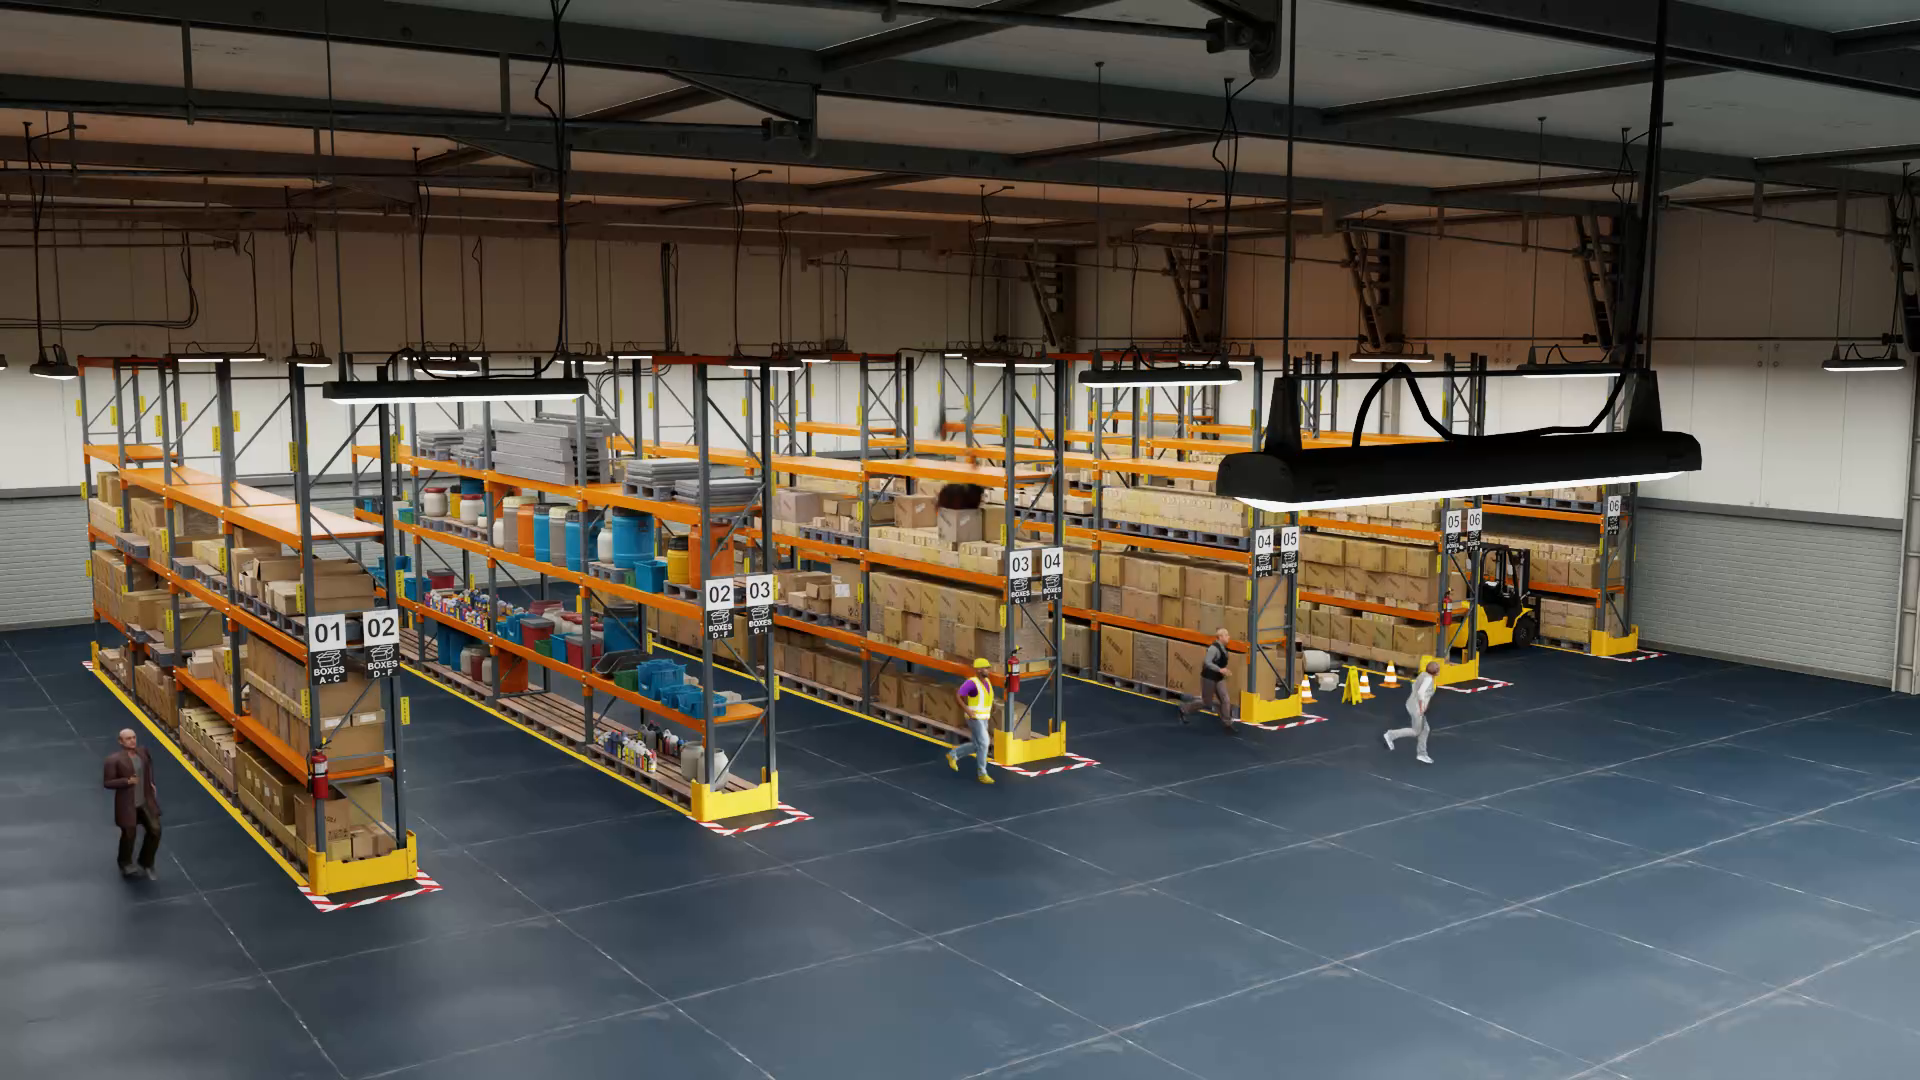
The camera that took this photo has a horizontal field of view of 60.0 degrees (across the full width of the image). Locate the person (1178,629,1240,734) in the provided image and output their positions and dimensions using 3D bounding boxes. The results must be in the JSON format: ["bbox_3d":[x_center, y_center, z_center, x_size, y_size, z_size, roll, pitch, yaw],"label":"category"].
[{"bbox_3d":[4.044,2.249,26.818,1.055,1.689,0.695,3,8,26],"label":"person"}]

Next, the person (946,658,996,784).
[{"bbox_3d":[0.232,2.570,24.067,0.860,1.738,0.750,4,8,30],"label":"person"}]

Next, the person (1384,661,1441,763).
[{"bbox_3d":[6.781,2.577,24.955,0.818,1.546,0.539,0,7,-1],"label":"person"}]

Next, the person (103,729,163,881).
[{"bbox_3d":[-9.638,3.110,19.439,0.768,1.829,0.683,6,9,38],"label":"person"}]
